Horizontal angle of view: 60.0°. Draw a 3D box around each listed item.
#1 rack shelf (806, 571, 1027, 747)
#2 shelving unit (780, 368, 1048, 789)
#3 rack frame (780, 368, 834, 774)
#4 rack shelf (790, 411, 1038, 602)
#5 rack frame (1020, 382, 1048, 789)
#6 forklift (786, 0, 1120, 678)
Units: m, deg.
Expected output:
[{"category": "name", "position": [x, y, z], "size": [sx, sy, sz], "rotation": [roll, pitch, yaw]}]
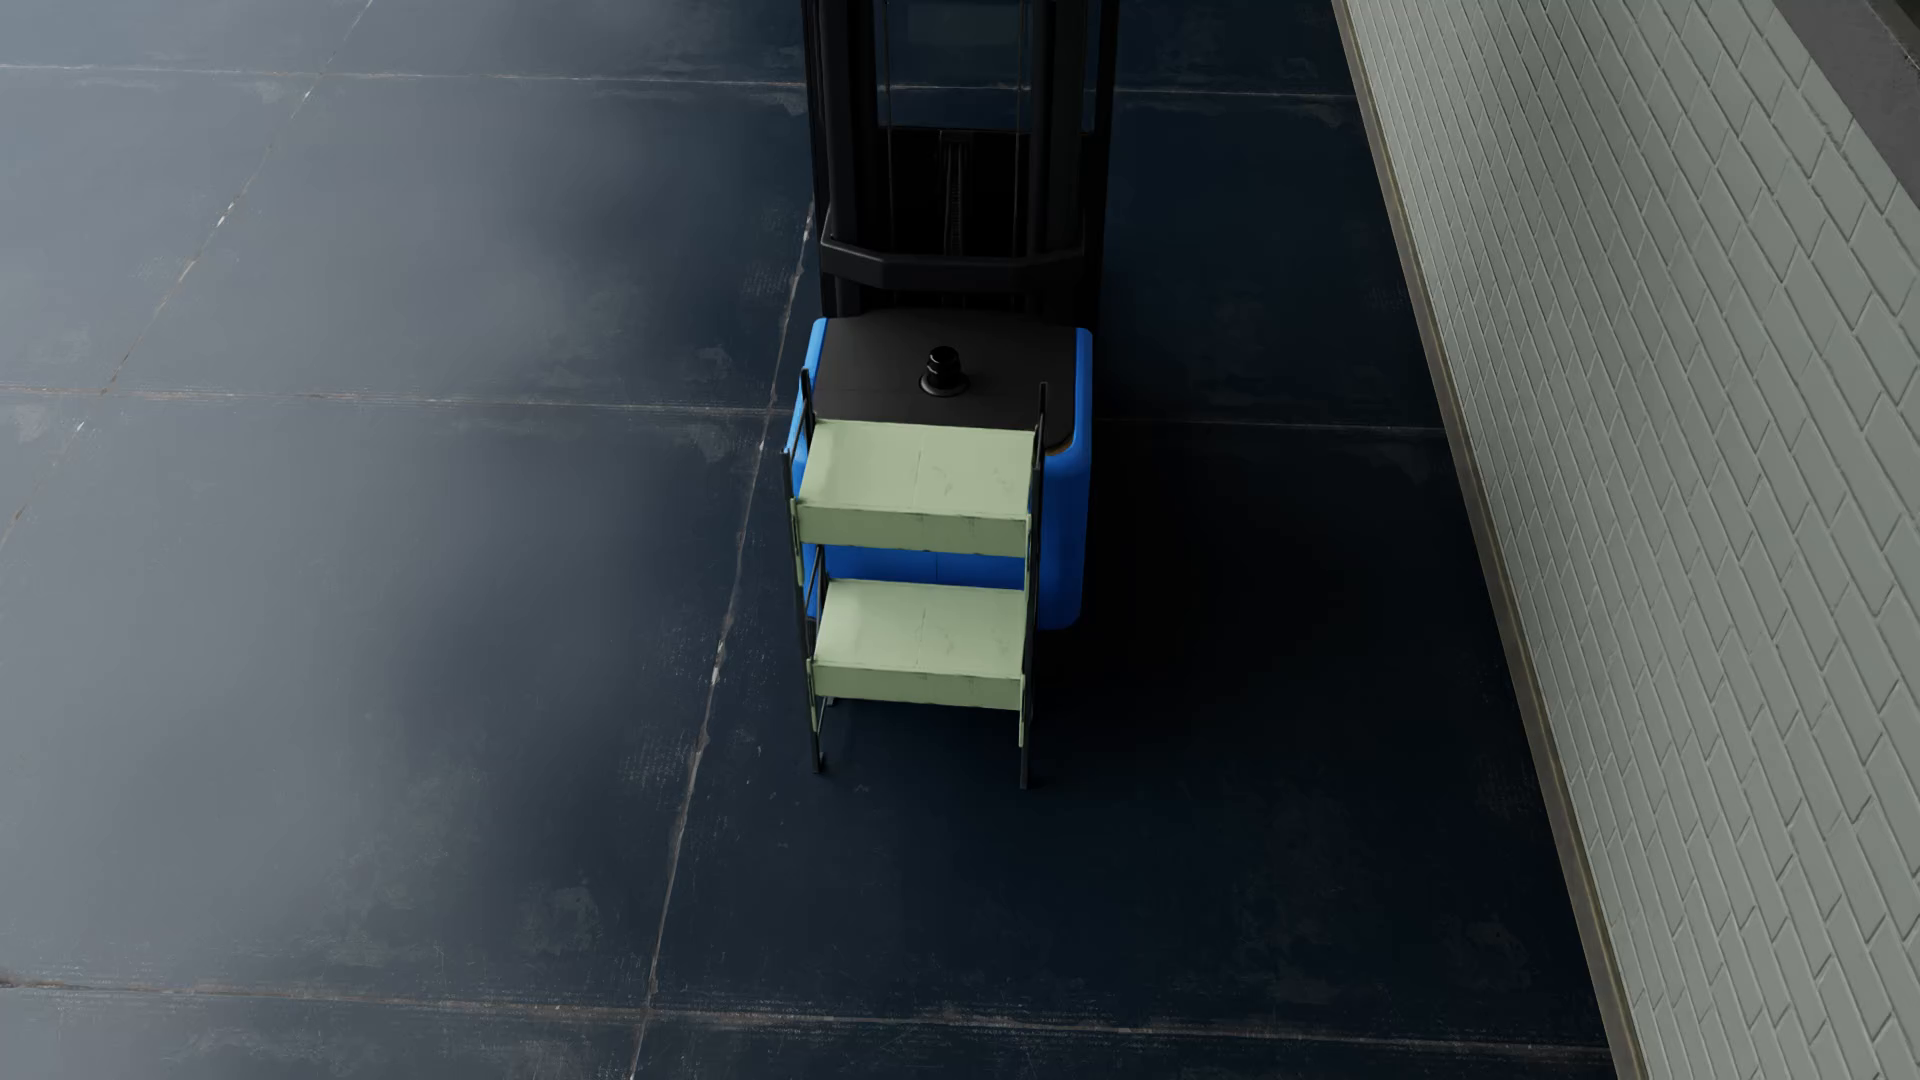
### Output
[{"category": "rack shelf", "position": [-0.125, 0.405, 5.685], "size": [0.720, 0.370, 0.431], "rotation": [4, 44, 4]}, {"category": "shelving unit", "position": [-0.126, 0.172, 5.457], "size": [0.755, 1.500, 0.431], "rotation": [4, 44, 4]}, {"category": "rack frame", "position": [-0.490, 0.148, 5.483], "size": [0.023, 1.500, 0.400], "rotation": [4, 44, 4]}, {"category": "rack shelf", "position": [-0.127, -0.107, 5.184], "size": [0.720, 0.370, 0.431], "rotation": [4, 44, 4]}, {"category": "rack frame", "position": [0.238, 0.196, 5.431], "size": [0.023, 1.500, 0.400], "rotation": [4, 44, 4]}, {"category": "forklift", "position": [0.017, -1.562, 6.276], "size": [1.130, 2.935, 3.031], "rotation": [3, 43, 3]}]
